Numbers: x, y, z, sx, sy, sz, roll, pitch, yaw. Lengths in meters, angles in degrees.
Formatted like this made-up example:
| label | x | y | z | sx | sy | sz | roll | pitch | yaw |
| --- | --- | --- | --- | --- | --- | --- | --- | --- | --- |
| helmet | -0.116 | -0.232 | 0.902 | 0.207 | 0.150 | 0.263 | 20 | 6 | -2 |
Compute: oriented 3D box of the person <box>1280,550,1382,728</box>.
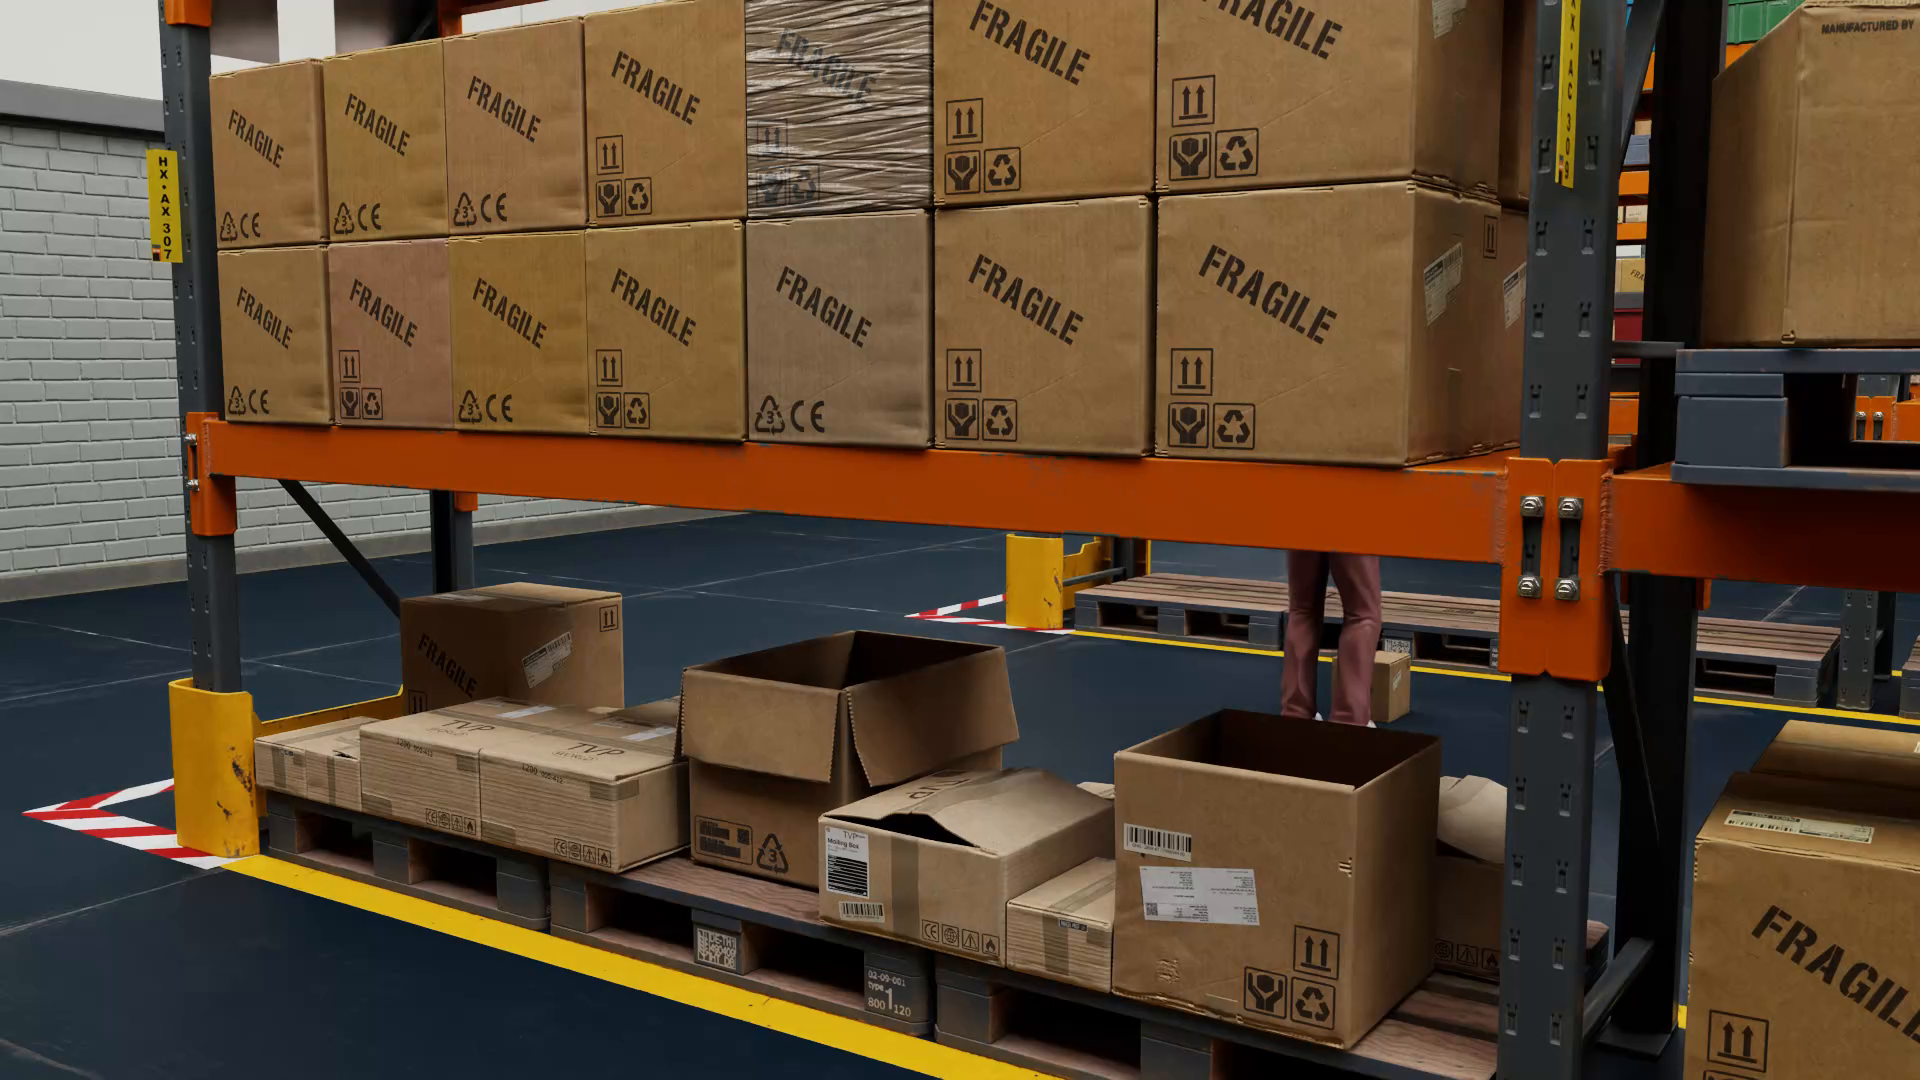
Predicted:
| label | x | y | z | sx | sy | sz | roll | pitch | yaw |
| --- | --- | --- | --- | --- | --- | --- | --- | --- | --- |
| person | 1.431 | -0.047 | 6.490 | 0.455 | 1.662 | 0.350 | 4 | 8 | 35 |
